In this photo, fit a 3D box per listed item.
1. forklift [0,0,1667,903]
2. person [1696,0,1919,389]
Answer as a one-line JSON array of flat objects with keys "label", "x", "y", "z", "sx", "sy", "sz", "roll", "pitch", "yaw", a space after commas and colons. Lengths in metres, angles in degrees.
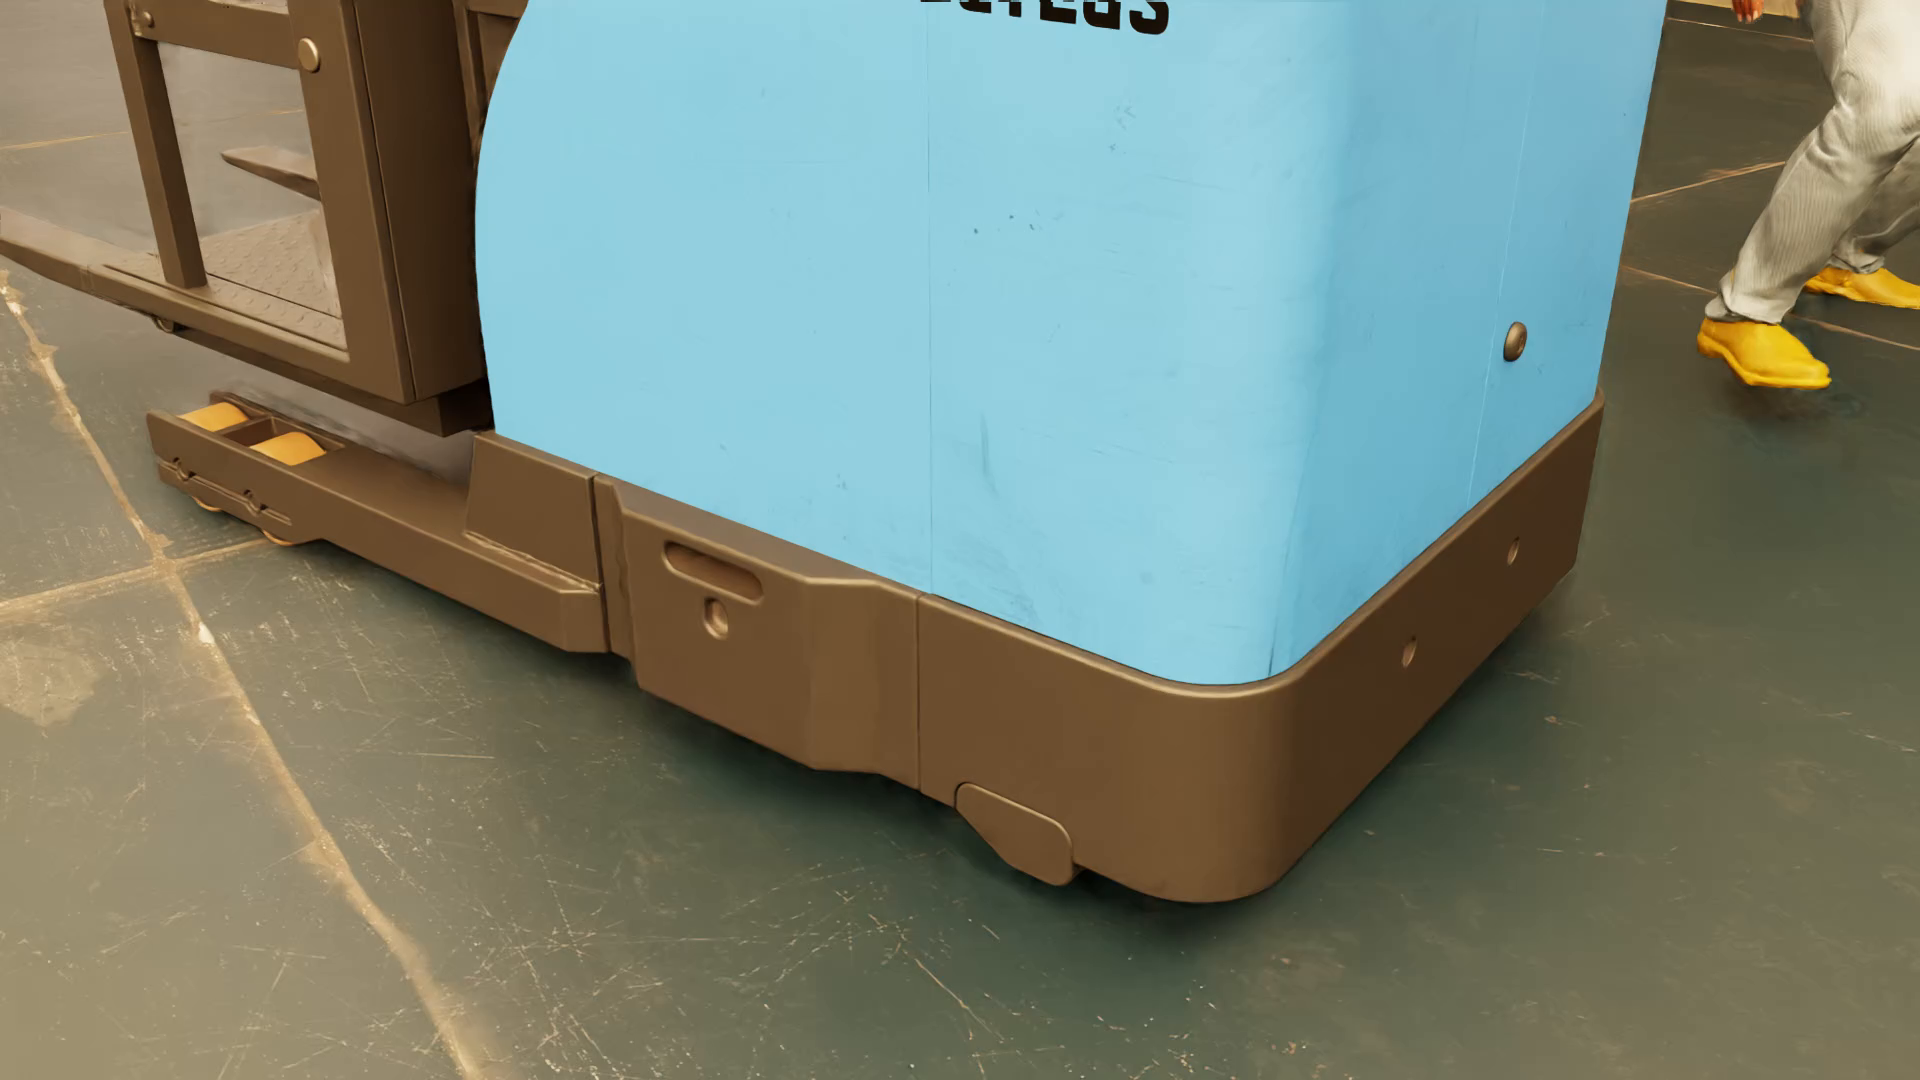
[{"label": "forklift", "x": -0.627, "y": -1.469, "z": 2.160, "sx": 3.031, "sy": 2.935, "sz": 1.130, "roll": 19, "pitch": 32, "yaw": 33}, {"label": "person", "x": 1.735, "y": -1.096, "z": 2.917, "sx": 1.020, "sy": 1.630, "sz": 0.720, "roll": -8, "pitch": 28, "yaw": -16}]
